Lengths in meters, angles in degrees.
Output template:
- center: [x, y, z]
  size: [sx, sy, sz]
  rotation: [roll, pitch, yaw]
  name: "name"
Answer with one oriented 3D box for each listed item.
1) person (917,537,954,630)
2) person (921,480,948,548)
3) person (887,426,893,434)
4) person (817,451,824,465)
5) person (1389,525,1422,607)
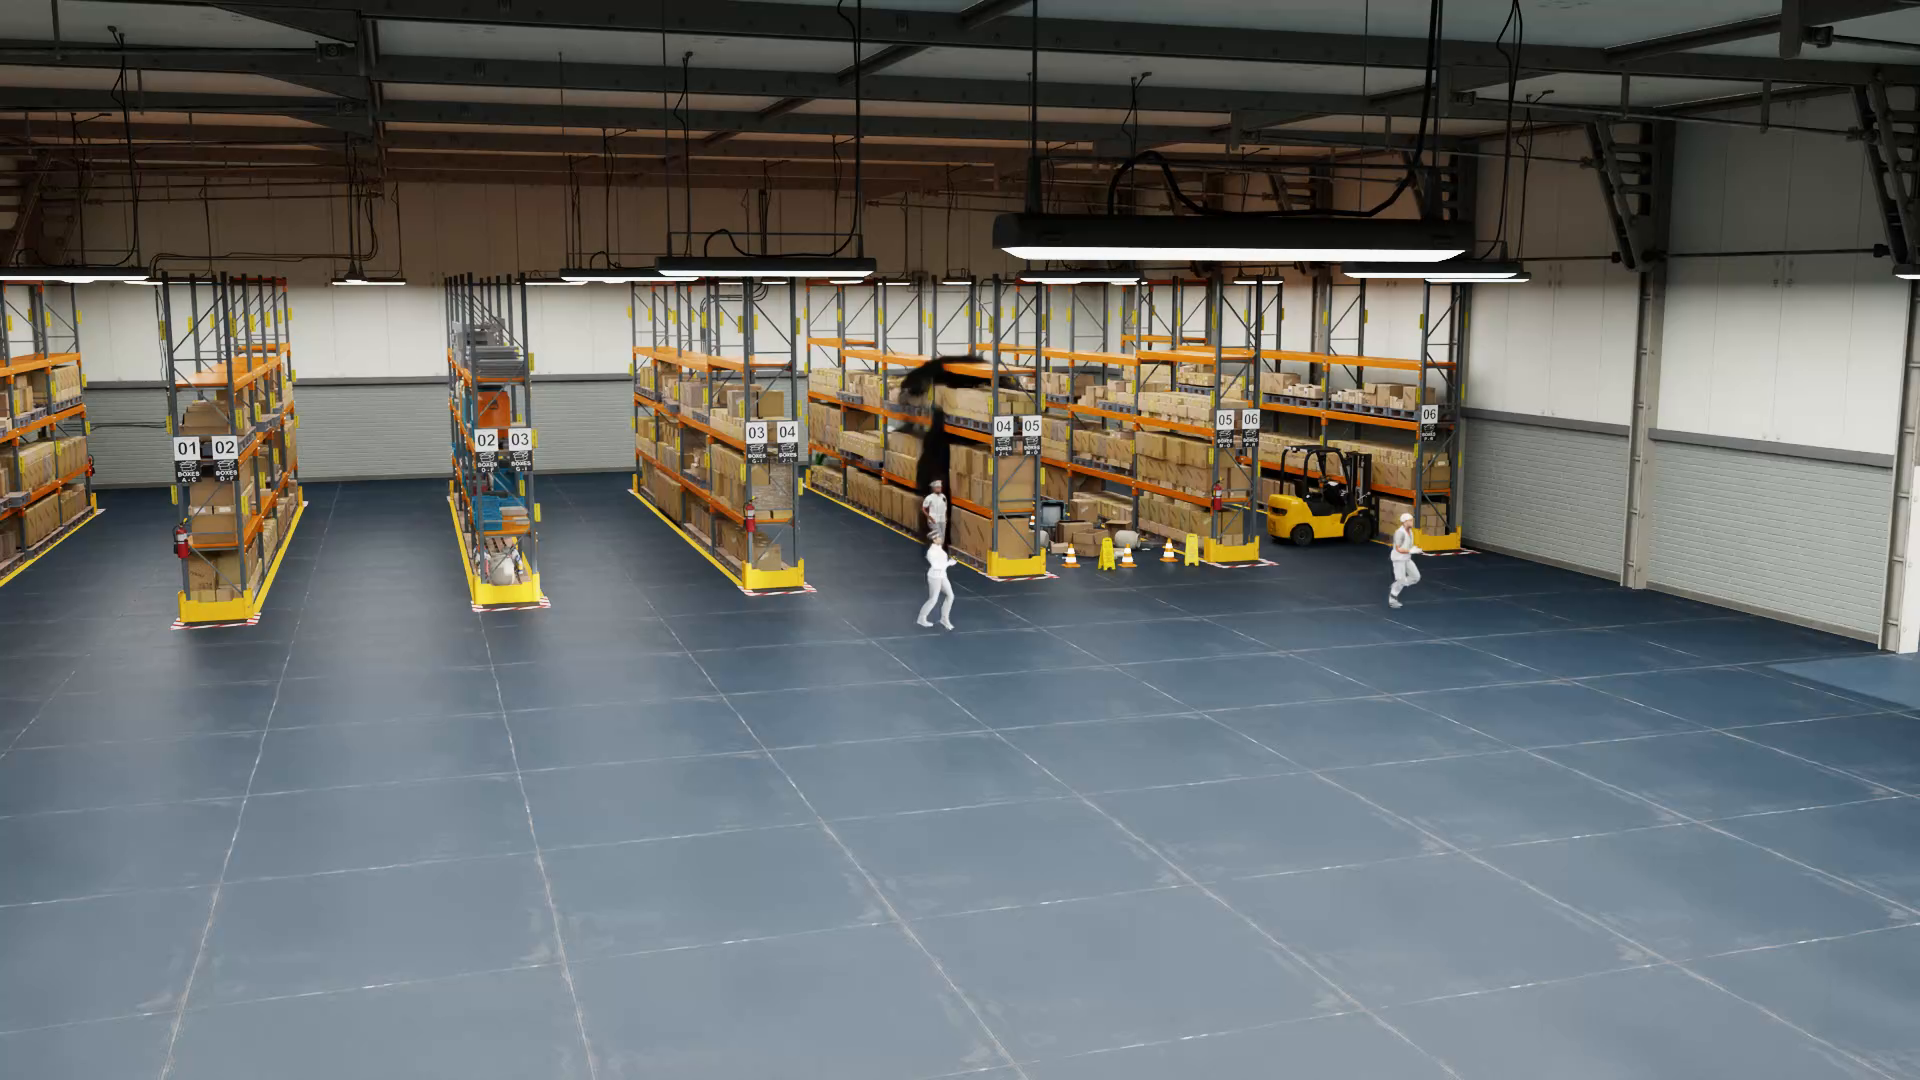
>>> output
- center: [-0.420, 0.697, 28.041]
  size: [0.624, 1.686, 0.591]
  rotation: [2, 9, 16]
  name: "person"
- center: [-0.487, -0.403, 33.041]
  size: [0.592, 1.604, 0.540]
  rotation: [-7, 11, -37]
  name: "person"
- center: [-2.017, -2.431, 48.382]
  size: [0.546, 1.769, 0.842]
  rotation: [-4, 10, -26]
  name: "person"
- center: [-4.108, -2.707, 49.384]
  size: [0.362, 1.513, 0.693]
  rotation: [-4, 10, -26]
  name: "person"
- center: [8.008, 0.480, 29.867]
  size: [0.657, 1.509, 0.698]
  rotation: [7, 11, 39]
  name: "person"
